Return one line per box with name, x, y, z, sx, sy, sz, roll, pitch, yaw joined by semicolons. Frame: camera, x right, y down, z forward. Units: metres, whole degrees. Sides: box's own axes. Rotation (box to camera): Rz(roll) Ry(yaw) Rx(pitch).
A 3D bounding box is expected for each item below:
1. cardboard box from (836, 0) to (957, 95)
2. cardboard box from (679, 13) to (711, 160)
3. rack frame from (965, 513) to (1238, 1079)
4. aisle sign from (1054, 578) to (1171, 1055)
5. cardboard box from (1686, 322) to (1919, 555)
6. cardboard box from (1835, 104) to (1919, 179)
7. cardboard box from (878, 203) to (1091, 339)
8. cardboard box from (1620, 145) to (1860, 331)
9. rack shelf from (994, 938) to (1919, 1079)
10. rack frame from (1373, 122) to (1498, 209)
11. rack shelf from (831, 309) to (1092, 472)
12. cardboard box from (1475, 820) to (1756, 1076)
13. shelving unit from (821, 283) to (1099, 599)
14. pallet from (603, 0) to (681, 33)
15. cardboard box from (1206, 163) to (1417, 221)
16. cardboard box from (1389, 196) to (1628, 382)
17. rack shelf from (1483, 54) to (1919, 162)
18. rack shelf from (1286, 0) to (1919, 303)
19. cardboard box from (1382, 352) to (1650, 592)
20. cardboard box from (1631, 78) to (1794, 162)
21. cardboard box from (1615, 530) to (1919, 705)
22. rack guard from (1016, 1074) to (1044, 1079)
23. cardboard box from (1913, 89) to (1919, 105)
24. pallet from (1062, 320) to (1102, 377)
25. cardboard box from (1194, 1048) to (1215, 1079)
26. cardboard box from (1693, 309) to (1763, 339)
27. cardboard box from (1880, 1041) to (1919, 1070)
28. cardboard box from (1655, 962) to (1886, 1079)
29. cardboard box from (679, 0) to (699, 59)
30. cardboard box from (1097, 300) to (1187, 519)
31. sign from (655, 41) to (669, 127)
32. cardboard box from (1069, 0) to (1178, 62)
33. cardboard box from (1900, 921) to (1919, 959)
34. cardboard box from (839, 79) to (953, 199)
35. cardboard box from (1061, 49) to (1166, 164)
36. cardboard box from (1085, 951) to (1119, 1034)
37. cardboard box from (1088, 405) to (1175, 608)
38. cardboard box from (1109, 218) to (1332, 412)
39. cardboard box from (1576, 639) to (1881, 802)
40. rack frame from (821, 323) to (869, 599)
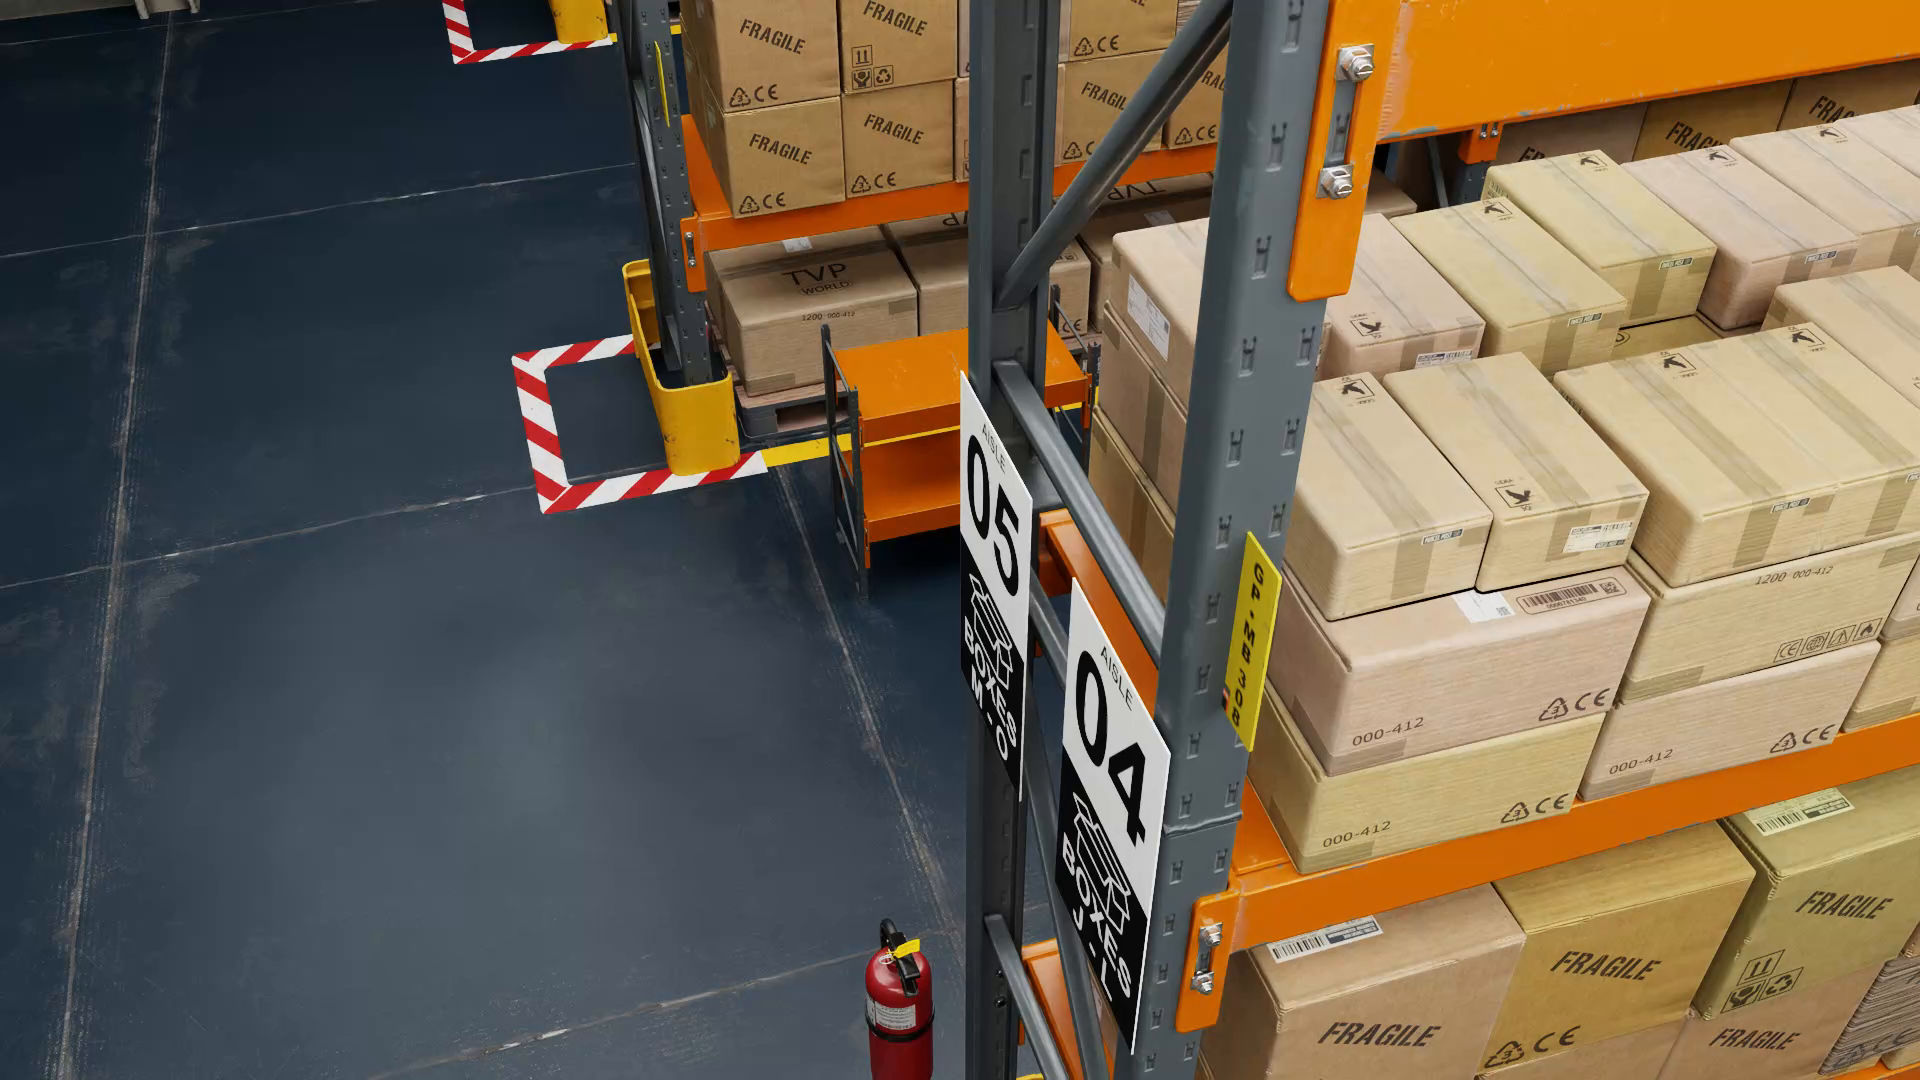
cardboard box;-0.327;-2.266;7.077;0.500;0.500;0.500;-13;43;-14
cardboard box;-0.981;-2.128;7.680;0.500;0.500;0.500;-11;42;-13
rack frame;0.222;1.257;3.881;0.127;3.000;1.000;-12;42;-13
aisle sign;0.242;0.481;2.793;0.004;0.787;0.394;-12;42;-13
cardboard box;1.360;-0.170;2.665;0.250;0.149;0.380;-11;42;-12
cardboard box;1.925;-0.695;3.266;0.250;0.149;0.380;-13;43;-14
cardboard box;0.108;-1.402;8.552;0.875;0.438;0.875;-11;42;-12
cardboard box;1.439;-0.575;3.129;0.250;0.149;0.380;-13;43;-14
rack shelf;2.129;1.133;4.570;4.000;0.370;1.077;-12;42;-13
rack frame;2.454;-2.620;8.318;0.127;3.000;1.000;-12;42;-13
rack shelf;-0.006;-0.643;7.035;1.000;0.278;0.538;-12;42;-13
cardboard box;1.209;0.705;3.451;0.500;0.500;0.500;-11;42;-12
shelving unit;-0.006;-0.422;7.228;1.048;1.125;0.538;-12;42;-13
pallet;-2.023;-4.066;12.094;1.213;0.211;1.003;-12;42;-13
cardboard box;1.823;-1.756;8.958;0.875;0.438;0.875;-12;43;-14
cardboard box;0.960;-0.443;2.978;0.250;0.149;0.380;-13;43;-14
rack shelf;4.361;-2.744;9.007;4.000;0.370;1.077;-12;42;-13
rack shelf;2.129;-1.125;2.597;4.000;0.370;1.077;-12;42;-13
cardboard box;0.848;-0.115;2.602;0.250;0.149;0.380;-10;42;-11
cardboard box;3.880;-2.334;9.287;0.875;0.875;0.875;-11;42;-12
cardboard box;1.216;-0.032;2.810;0.500;0.250;0.500;-12;43;-14
rack guard;0.294;2.184;4.720;0.348;0.500;1.175;-12;42;-13
cardboard box;5.585;-2.684;9.687;0.875;0.875;0.875;-12;43;-13
pallet;0.539;-1.225;8.841;1.213;0.211;1.003;-12;42;-13
cardboard box;0.733;1.192;3.653;0.500;0.500;0.500;-10;42;-11
cardboard box;1.561;-0.456;3.296;0.500;0.250;0.500;-11;42;-12
cardboard box;2.365;1.119;4.230;0.250;0.149;0.380;-11;42;-12
cardboard box;1.707;0.982;3.894;0.500;0.500;0.500;-11;42;-12
cardboard box;-0.973;-2.488;7.332;0.500;0.500;0.500;-10;42;-12
cardboard box;0.585;-0.255;3.066;0.500;0.250;0.500;-13;43;-14
sign;-1.201;-1.836;6.703;0.005;0.325;0.100;-12;42;-13
cardboard box;0.637;-2.472;7.313;0.500;0.500;0.500;-12;42;-13
cardboard box;2.197;0.513;3.670;0.500;0.500;0.500;-13;43;-14
cardboard box;-0.343;-1.899;7.417;0.500;0.500;0.500;-12;43;-14
cardboard box;0.620;-2.098;7.645;0.500;0.500;0.500;-10;42;-12
cardboard box;0.573;0.857;4.036;0.500;0.500;0.500;-11;42;-12
cardboard box;0.576;-0.072;3.236;0.500;0.250;0.500;-13;43;-14
cardboard box;0.451;-0.404;2.934;0.250;0.149;0.380;-12;43;-13
cardboard box;1.230;0.154;2.977;0.500;0.250;0.500;-10;42;-12
rack frame;-0.491;-0.322;7.113;0.032;1.125;0.500;-12;42;-13
